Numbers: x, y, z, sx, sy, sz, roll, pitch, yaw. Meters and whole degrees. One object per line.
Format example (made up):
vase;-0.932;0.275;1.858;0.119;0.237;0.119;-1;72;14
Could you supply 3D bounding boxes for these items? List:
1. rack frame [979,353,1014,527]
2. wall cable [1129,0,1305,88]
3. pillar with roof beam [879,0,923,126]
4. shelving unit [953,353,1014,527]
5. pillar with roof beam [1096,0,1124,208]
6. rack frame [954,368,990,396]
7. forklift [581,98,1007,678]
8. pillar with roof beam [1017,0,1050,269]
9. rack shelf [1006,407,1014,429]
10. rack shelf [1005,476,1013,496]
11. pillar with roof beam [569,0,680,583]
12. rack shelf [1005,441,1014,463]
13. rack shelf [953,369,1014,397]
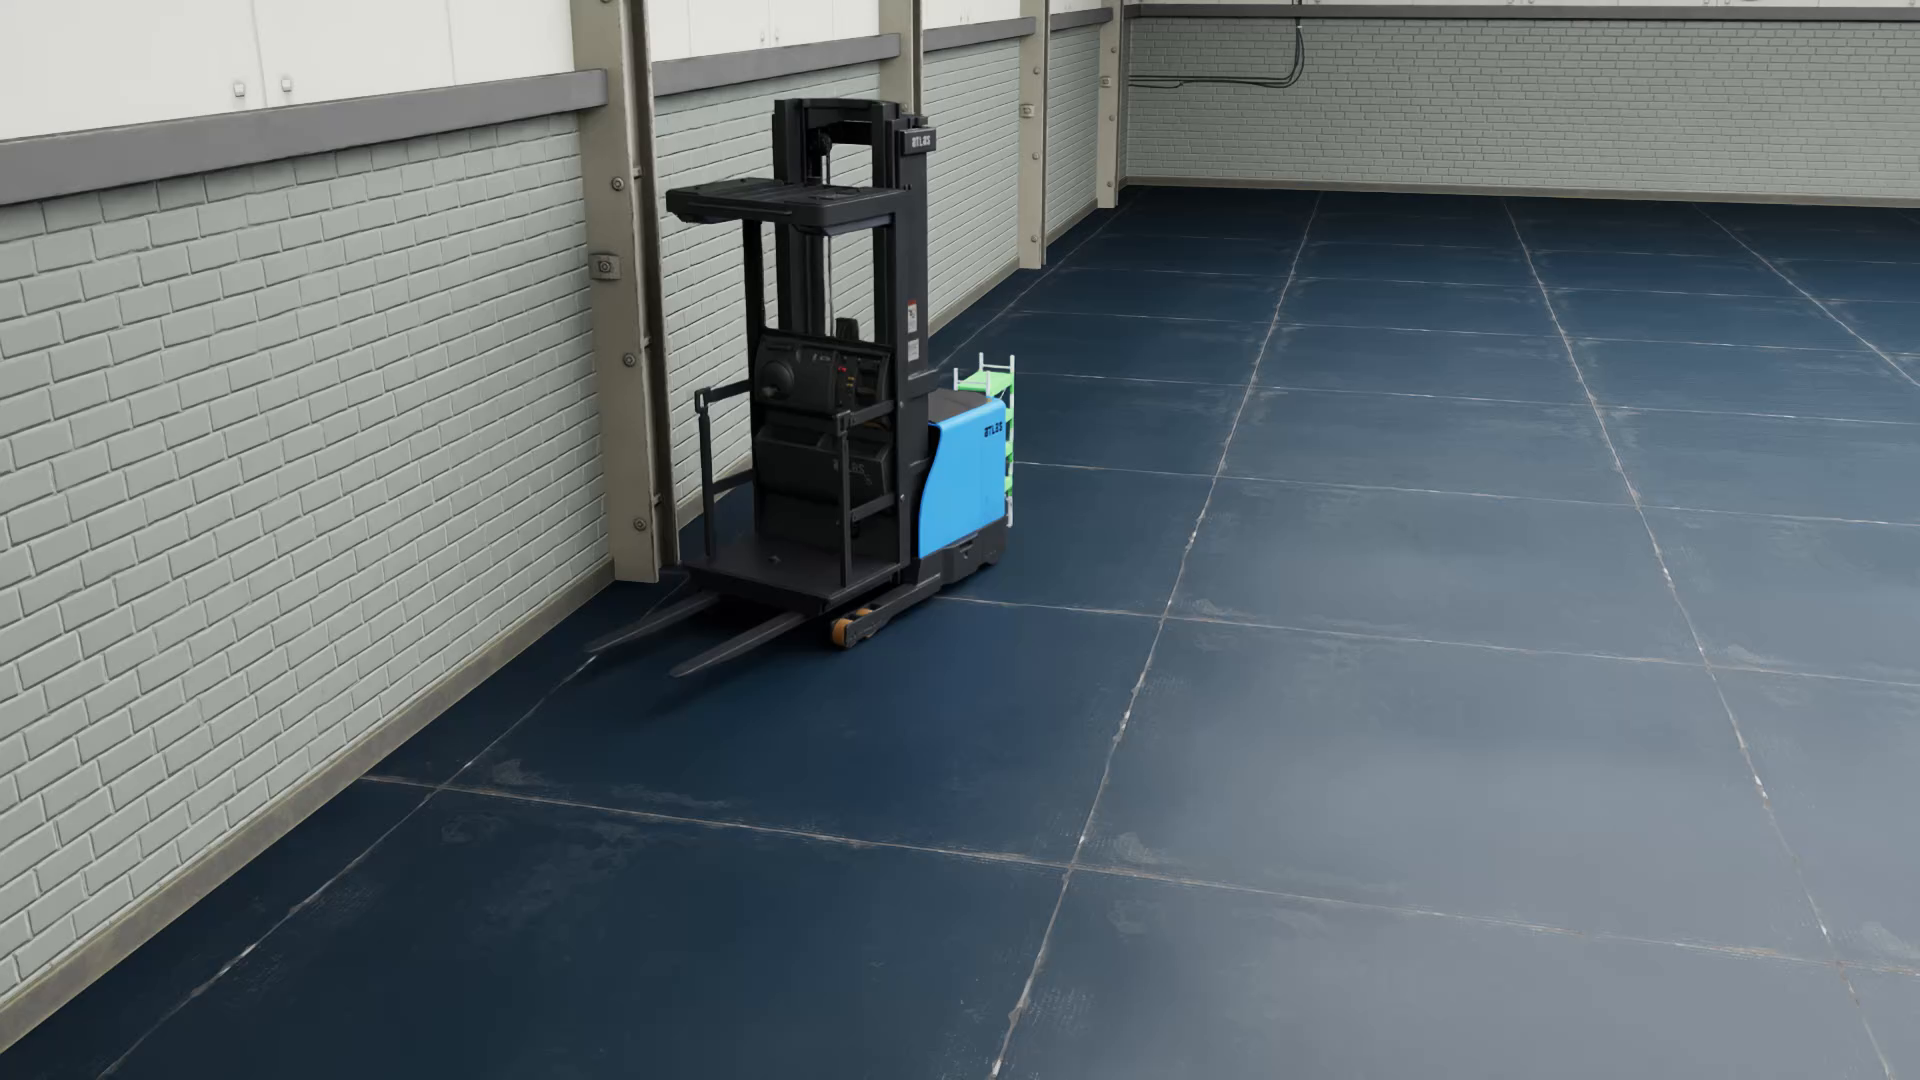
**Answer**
rack frame;0.244;-0.673;11.302;0.240;1.200;0.015;7;20;19
wall cable;4.395;-9.054;28.576;3.097;2.526;0.112;5;19;13
pillar with roof beam;3.635;-5.603;13.670;9.100;9.000;0.400;5;19;13
shelving unit;0.159;-0.599;11.085;0.258;1.200;0.503;7;20;19
pillar with roof beam;6.567;-9.364;24.681;9.100;9.000;0.400;5;19;13
rack frame;0.075;-0.525;10.868;0.240;1.200;0.015;7;20;19
forklift;-0.913;-0.948;9.429;1.130;2.935;3.031;12;22;31
pillar with roof beam;5.101;-7.484;19.175;9.100;9.000;0.400;5;19;13
rack shelf;0.159;-0.766;11.028;0.258;0.148;0.480;7;20;19
rack shelf;0.159;-0.311;11.183;0.258;0.148;0.480;7;20;19
pillar with roof beam;2.169;-3.722;8.164;9.100;9.000;0.400;5;19;13
rack shelf;0.159;-0.539;11.106;0.258;0.148;0.480;7;20;19
rack shelf;0.159;-0.993;10.950;0.258;0.148;0.480;7;20;19
